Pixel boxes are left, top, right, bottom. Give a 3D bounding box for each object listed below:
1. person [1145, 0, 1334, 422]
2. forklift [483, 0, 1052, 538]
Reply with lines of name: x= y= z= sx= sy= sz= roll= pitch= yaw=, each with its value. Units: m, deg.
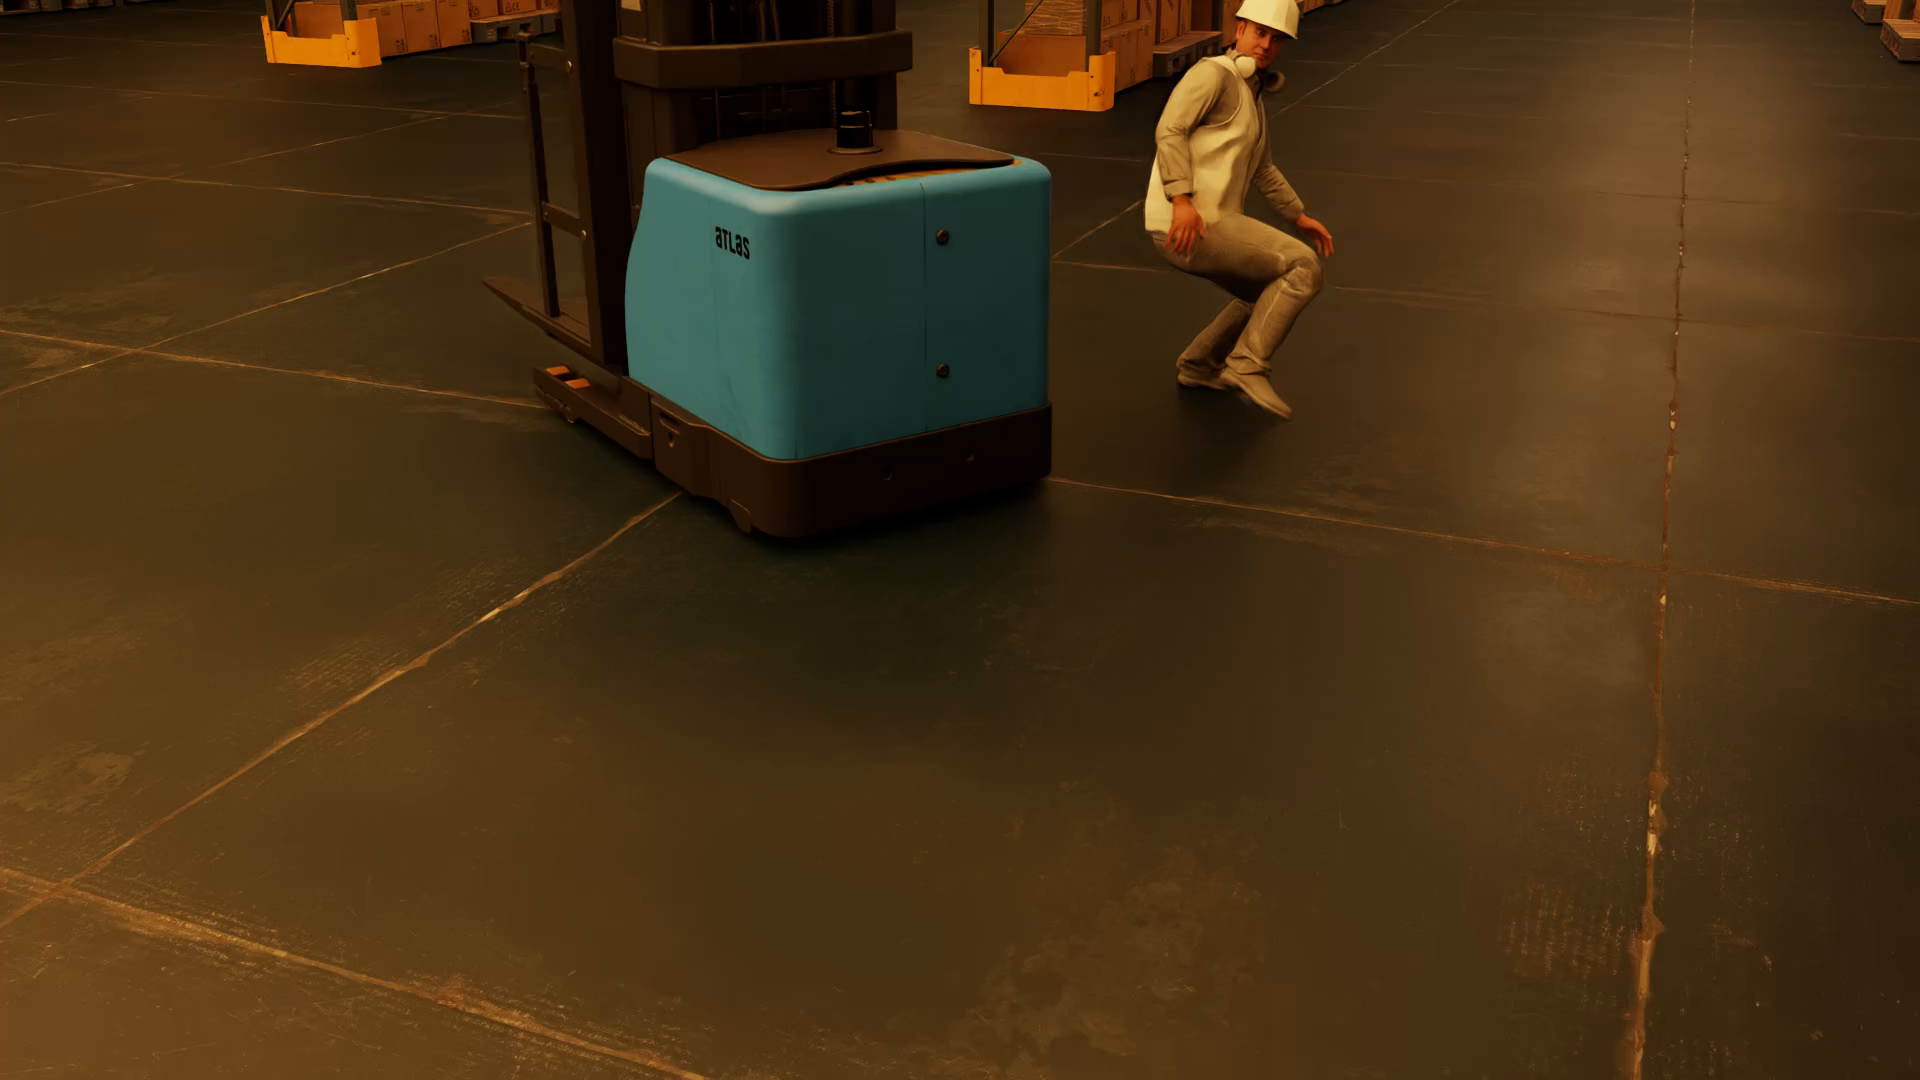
person: x=1.012 y=-1.179 z=5.996 sx=0.678 sy=1.541 sz=0.781 roll=5 pitch=23 yaw=12
forklift: x=-0.947 y=-1.872 z=5.771 sx=1.130 sy=2.935 sz=3.031 roll=-15 pitch=27 yaw=-31
